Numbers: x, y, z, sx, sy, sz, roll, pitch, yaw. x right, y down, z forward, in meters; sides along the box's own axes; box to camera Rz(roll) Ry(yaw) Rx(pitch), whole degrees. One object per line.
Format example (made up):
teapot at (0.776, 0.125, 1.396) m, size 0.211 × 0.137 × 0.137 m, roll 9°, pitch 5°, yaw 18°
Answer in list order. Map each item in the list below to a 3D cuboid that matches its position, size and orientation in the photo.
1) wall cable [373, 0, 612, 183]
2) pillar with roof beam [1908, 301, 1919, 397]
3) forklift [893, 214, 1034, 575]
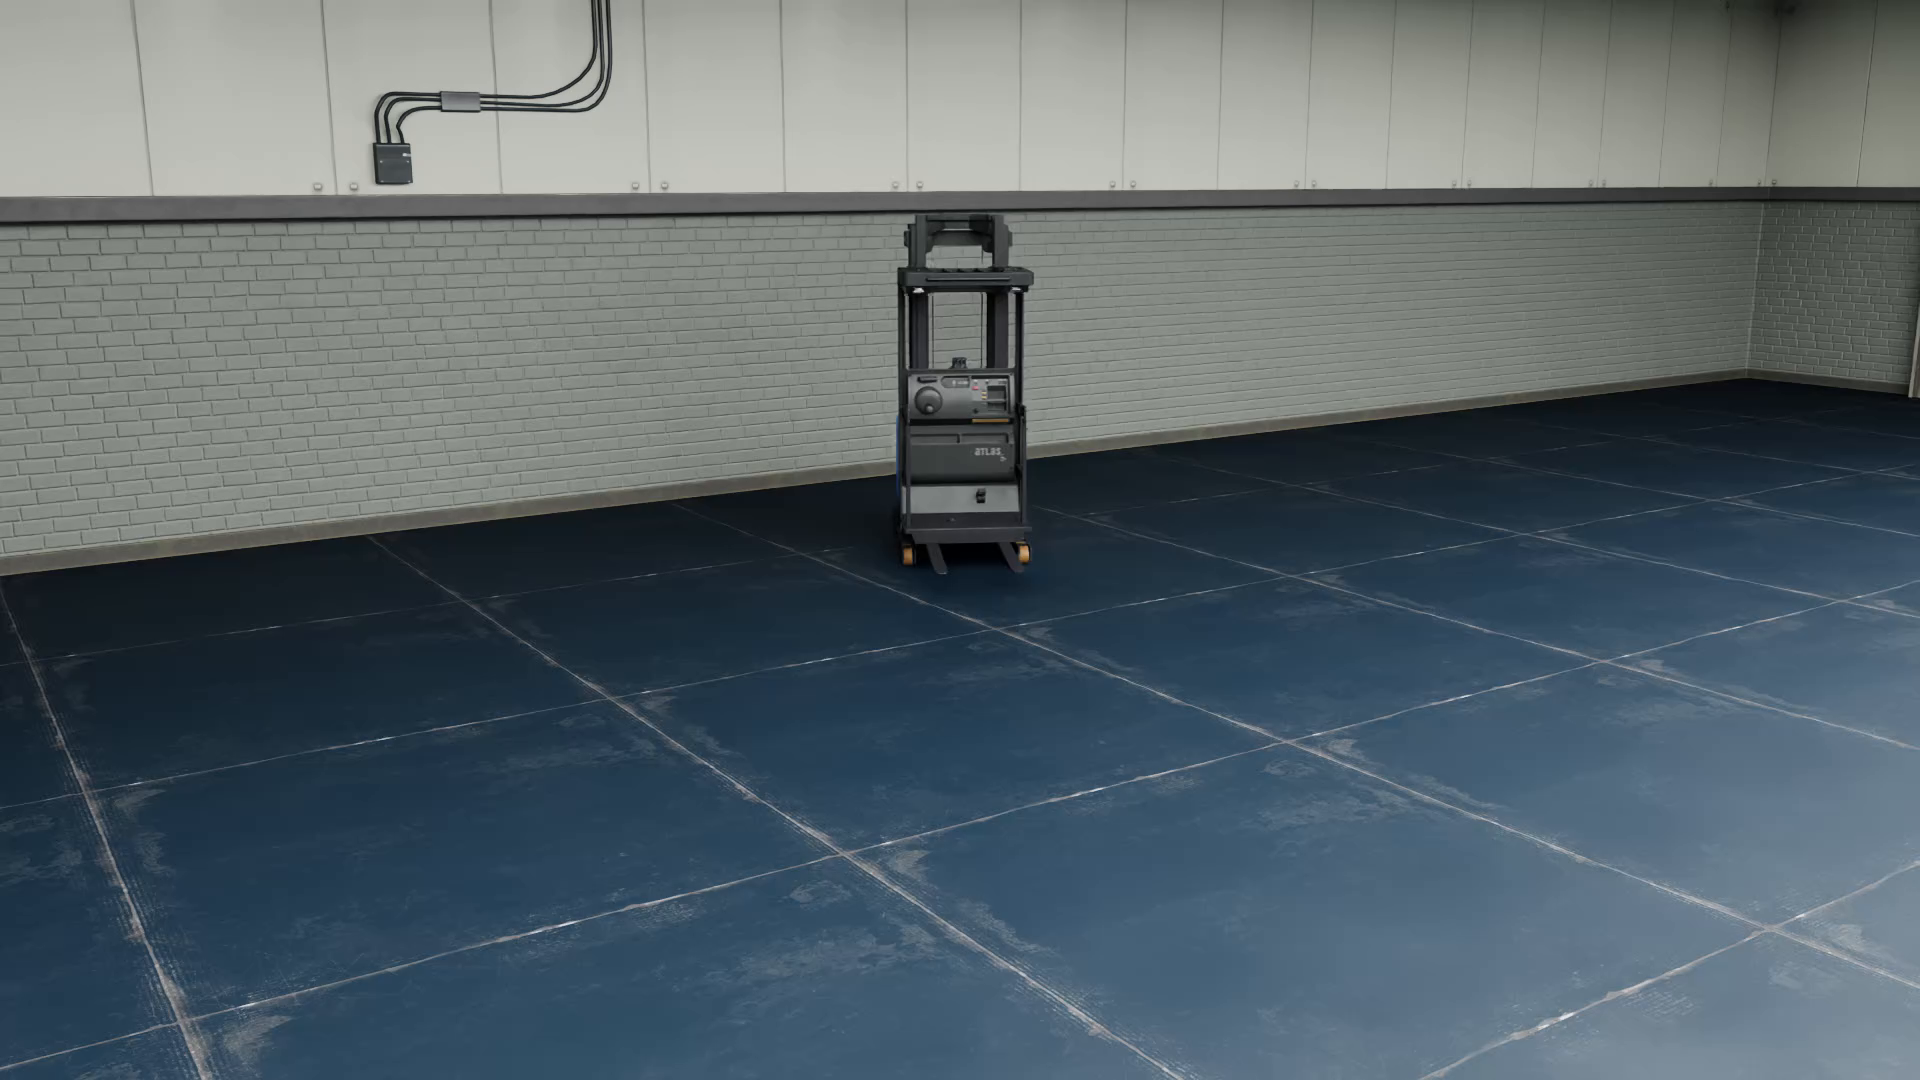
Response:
wall cable at (-4.275, -6.277, 14.929) m, size 2.305 × 6.003 × 0.169 m, roll -8°, pitch 15°, yaw -33°
pillar with roof beam at (10.984, -6.033, 21.775) m, size 9.100 × 9.000 × 0.400 m, roll -8°, pitch 15°, yaw -33°
forklift at (0.030, -1.278, 14.235) m, size 1.130 × 2.935 × 3.031 m, roll -1°, pitch 12°, yaw -5°
